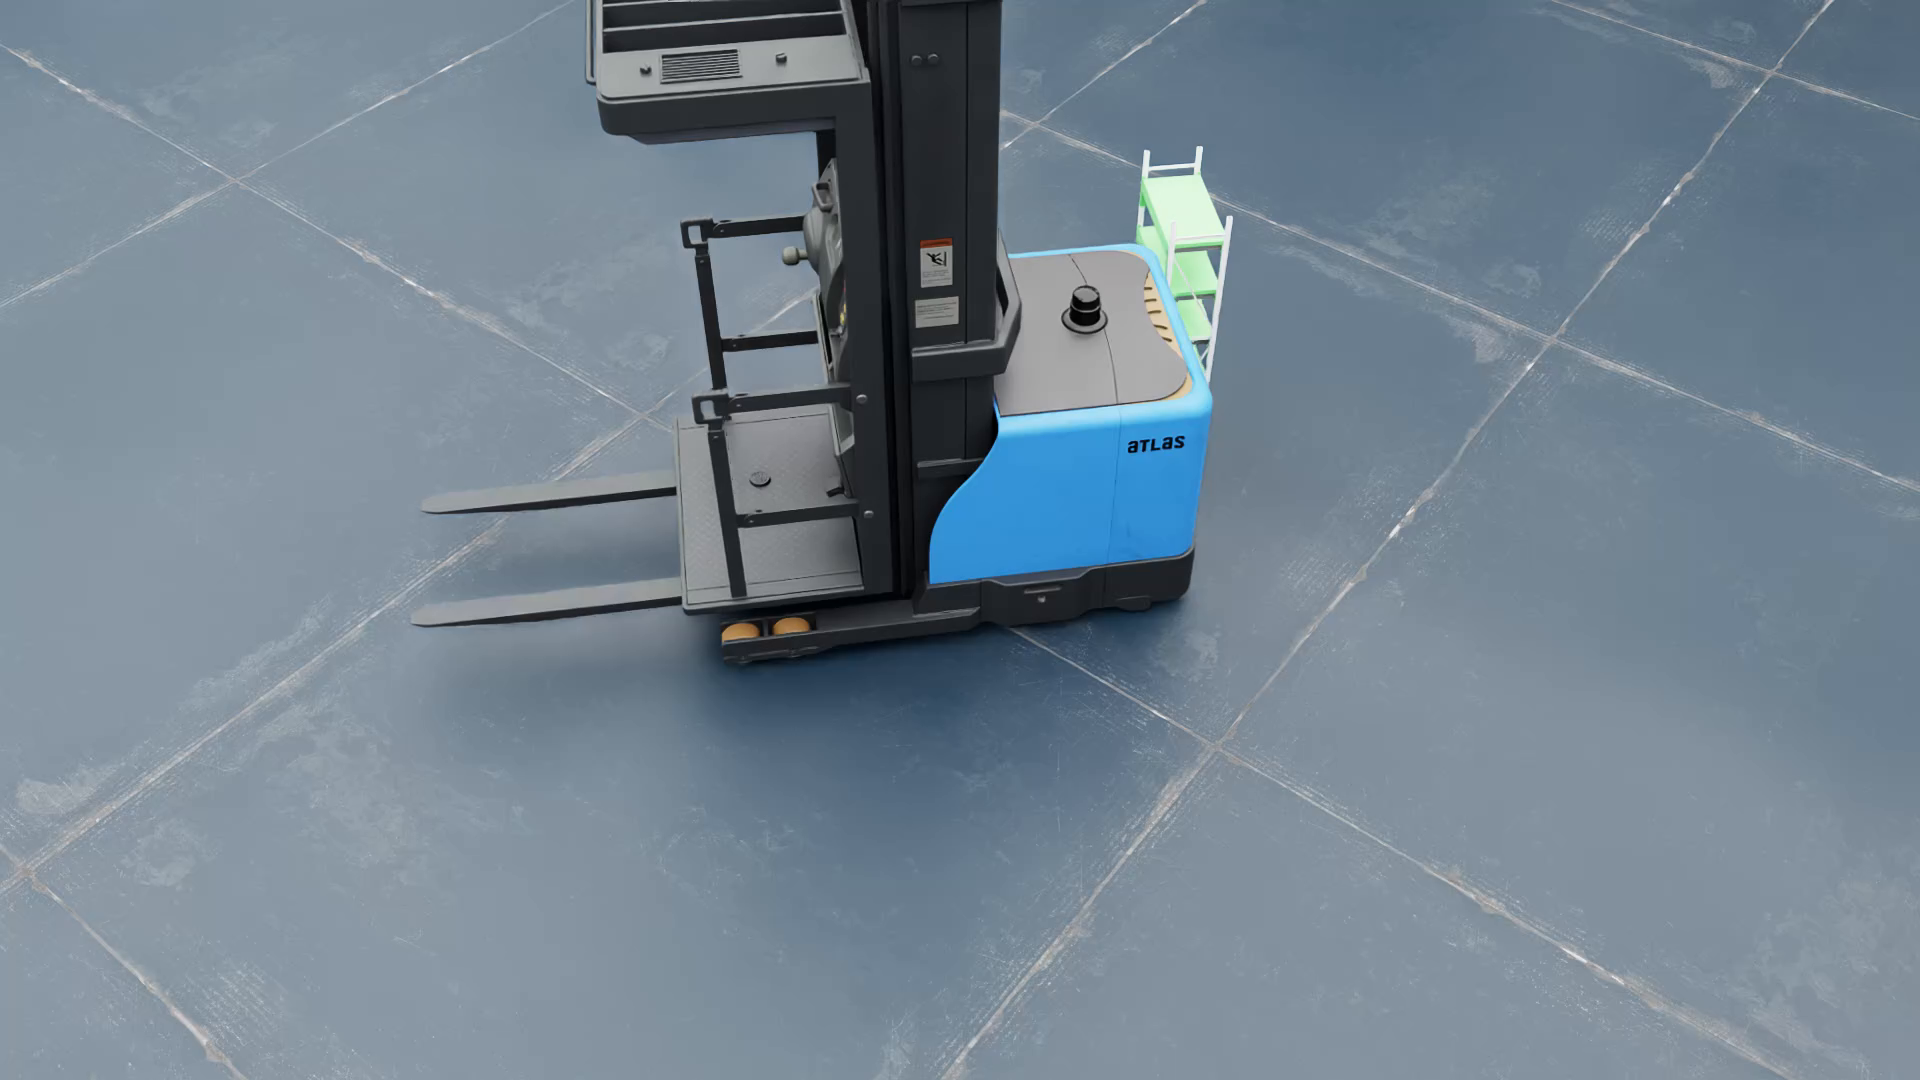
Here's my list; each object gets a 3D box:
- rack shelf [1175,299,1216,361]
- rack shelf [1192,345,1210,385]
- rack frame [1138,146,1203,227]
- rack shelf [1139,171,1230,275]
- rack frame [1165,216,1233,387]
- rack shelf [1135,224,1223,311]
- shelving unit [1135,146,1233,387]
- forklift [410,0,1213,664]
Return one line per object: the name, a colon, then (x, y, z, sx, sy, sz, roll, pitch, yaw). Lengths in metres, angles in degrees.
rack shelf: (0.904, -0.957, 7.087, 0.258, 0.148, 0.480, -6, 47, -6)
rack shelf: (0.904, -0.791, 7.261, 0.258, 0.148, 0.480, -6, 47, -6)
rack frame: (0.870, -1.176, 7.208, 0.240, 1.200, 0.015, -6, 47, -6)
rack shelf: (0.904, -1.288, 6.740, 0.258, 0.148, 0.480, -6, 47, -6)
rack frame: (0.938, -0.826, 6.874, 0.240, 1.200, 0.015, -6, 47, -6)
rack shelf: (0.904, -1.123, 6.914, 0.258, 0.148, 0.480, -6, 47, -6)
shelving unit: (0.904, -1.001, 7.041, 0.258, 1.200, 0.503, -6, 47, -6)
forklift: (-0.640, -0.945, 5.790, 3.031, 2.935, 1.130, -6, 47, -6)
